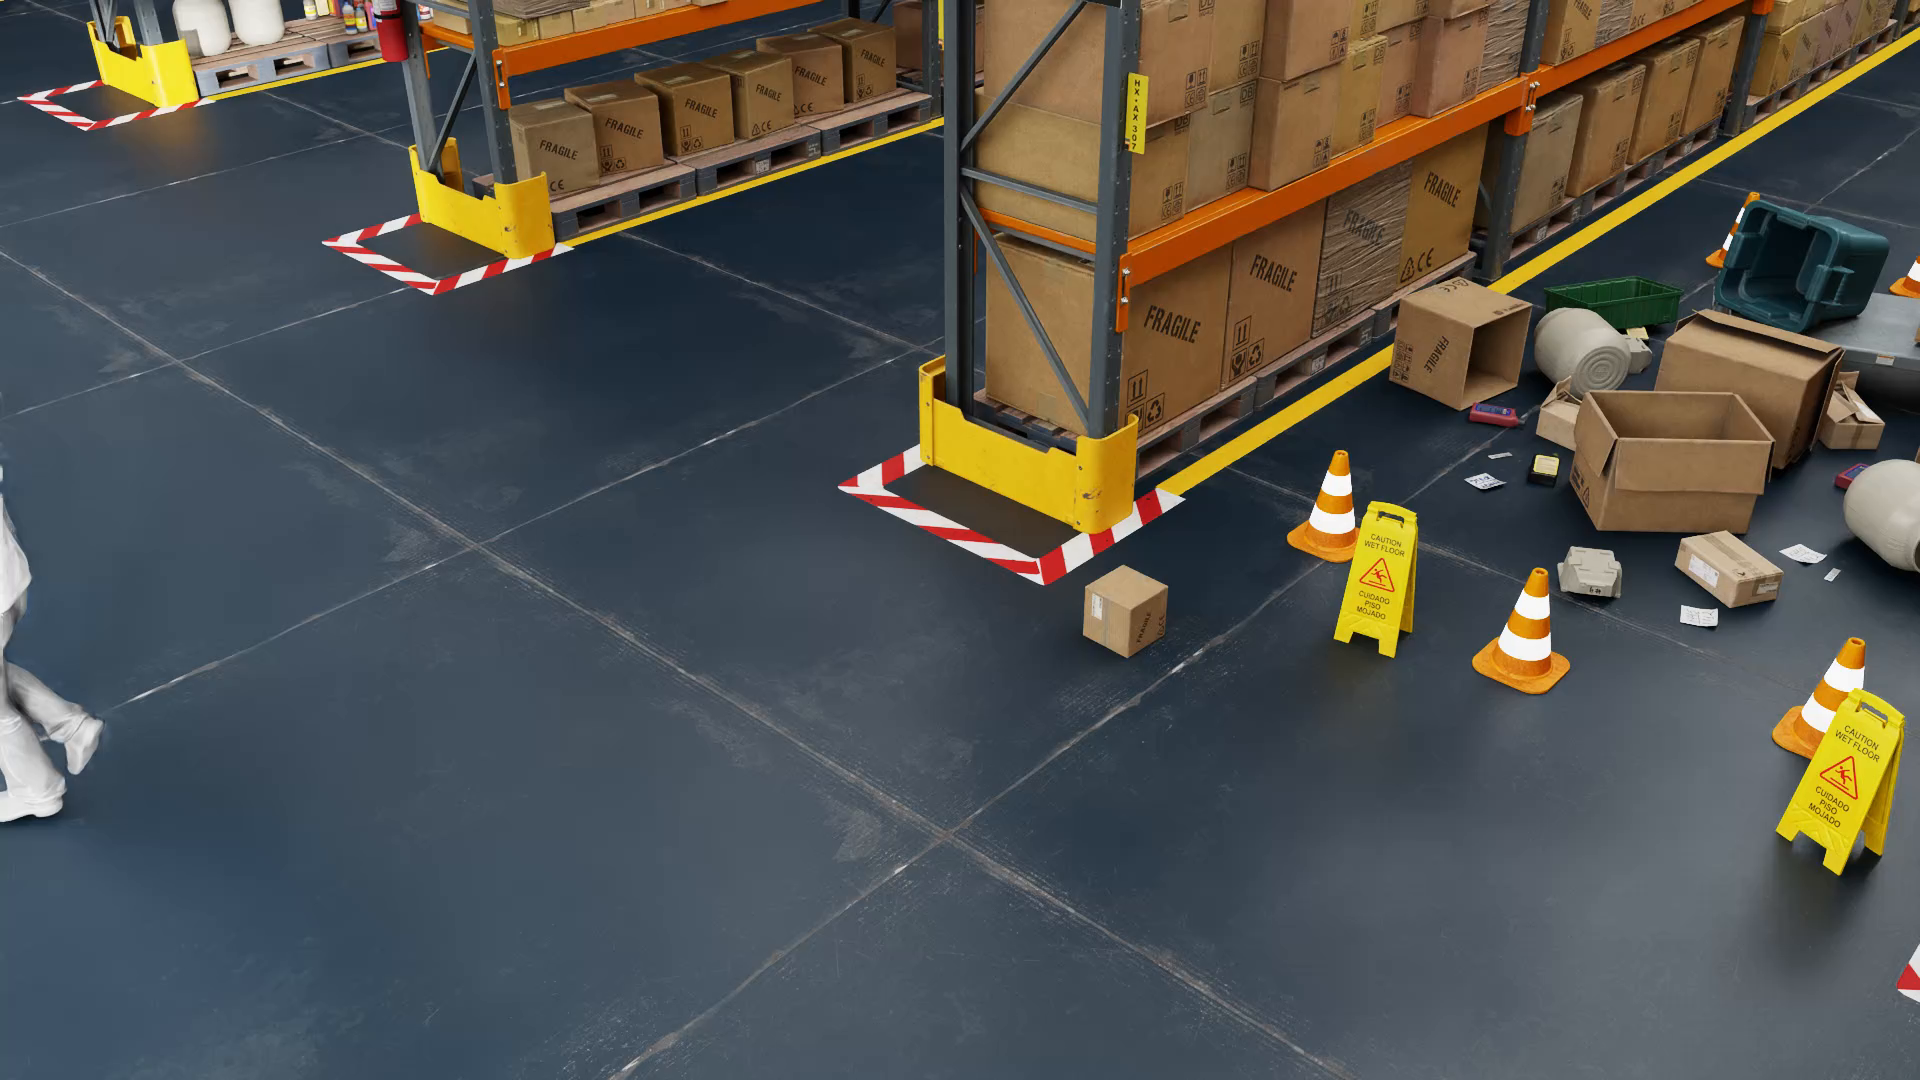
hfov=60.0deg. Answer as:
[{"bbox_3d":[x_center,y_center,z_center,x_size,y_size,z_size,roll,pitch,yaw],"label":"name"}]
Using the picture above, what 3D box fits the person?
[{"bbox_3d":[-3.397,0.207,5.709,0.498,1.765,0.559,-3,31,-5],"label":"person"}]
